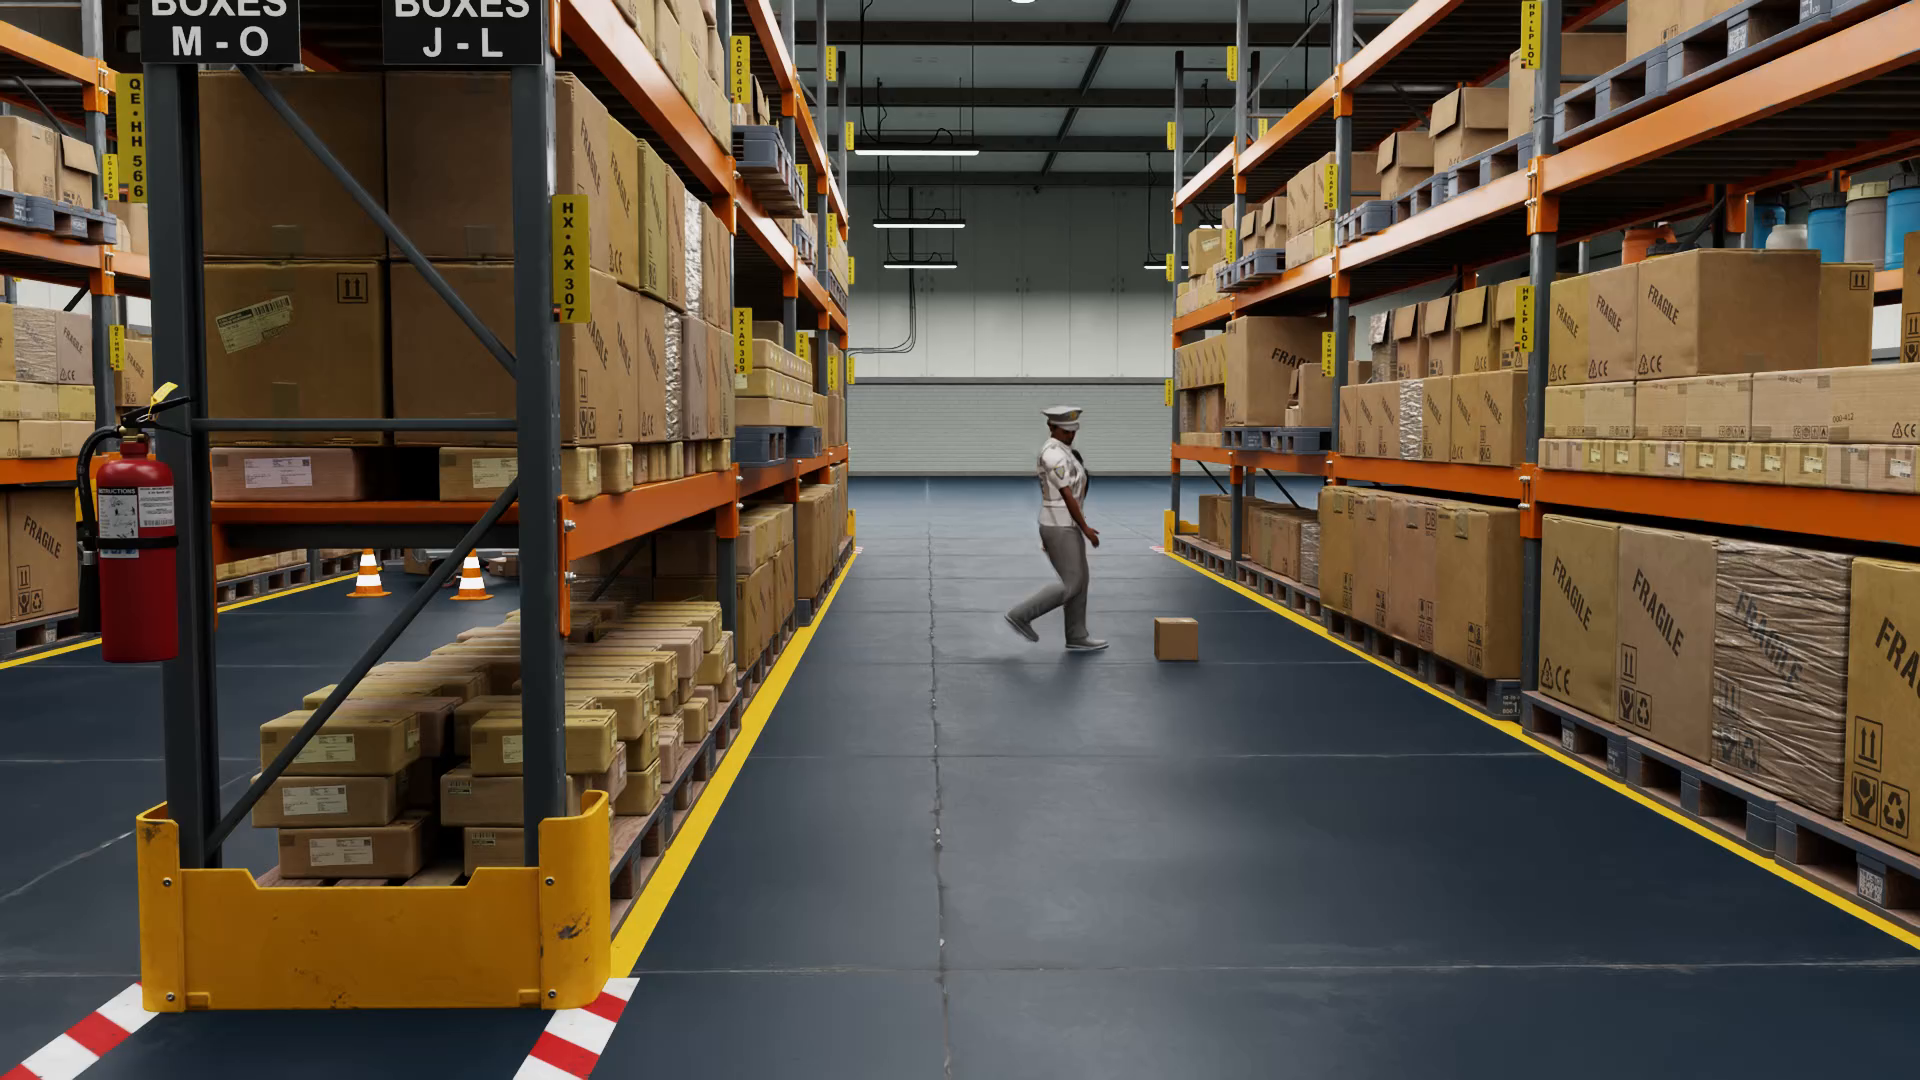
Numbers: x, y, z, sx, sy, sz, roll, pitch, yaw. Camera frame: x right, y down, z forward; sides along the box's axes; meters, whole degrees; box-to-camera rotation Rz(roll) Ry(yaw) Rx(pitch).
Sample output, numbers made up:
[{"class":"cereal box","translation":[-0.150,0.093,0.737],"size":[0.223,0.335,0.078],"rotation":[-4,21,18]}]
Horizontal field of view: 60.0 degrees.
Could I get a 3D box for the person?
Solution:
[{"class":"person","translation":[0.649,-0.069,11.025],"size":[0.662,1.634,0.516],"rotation":[1,4,9]}]
